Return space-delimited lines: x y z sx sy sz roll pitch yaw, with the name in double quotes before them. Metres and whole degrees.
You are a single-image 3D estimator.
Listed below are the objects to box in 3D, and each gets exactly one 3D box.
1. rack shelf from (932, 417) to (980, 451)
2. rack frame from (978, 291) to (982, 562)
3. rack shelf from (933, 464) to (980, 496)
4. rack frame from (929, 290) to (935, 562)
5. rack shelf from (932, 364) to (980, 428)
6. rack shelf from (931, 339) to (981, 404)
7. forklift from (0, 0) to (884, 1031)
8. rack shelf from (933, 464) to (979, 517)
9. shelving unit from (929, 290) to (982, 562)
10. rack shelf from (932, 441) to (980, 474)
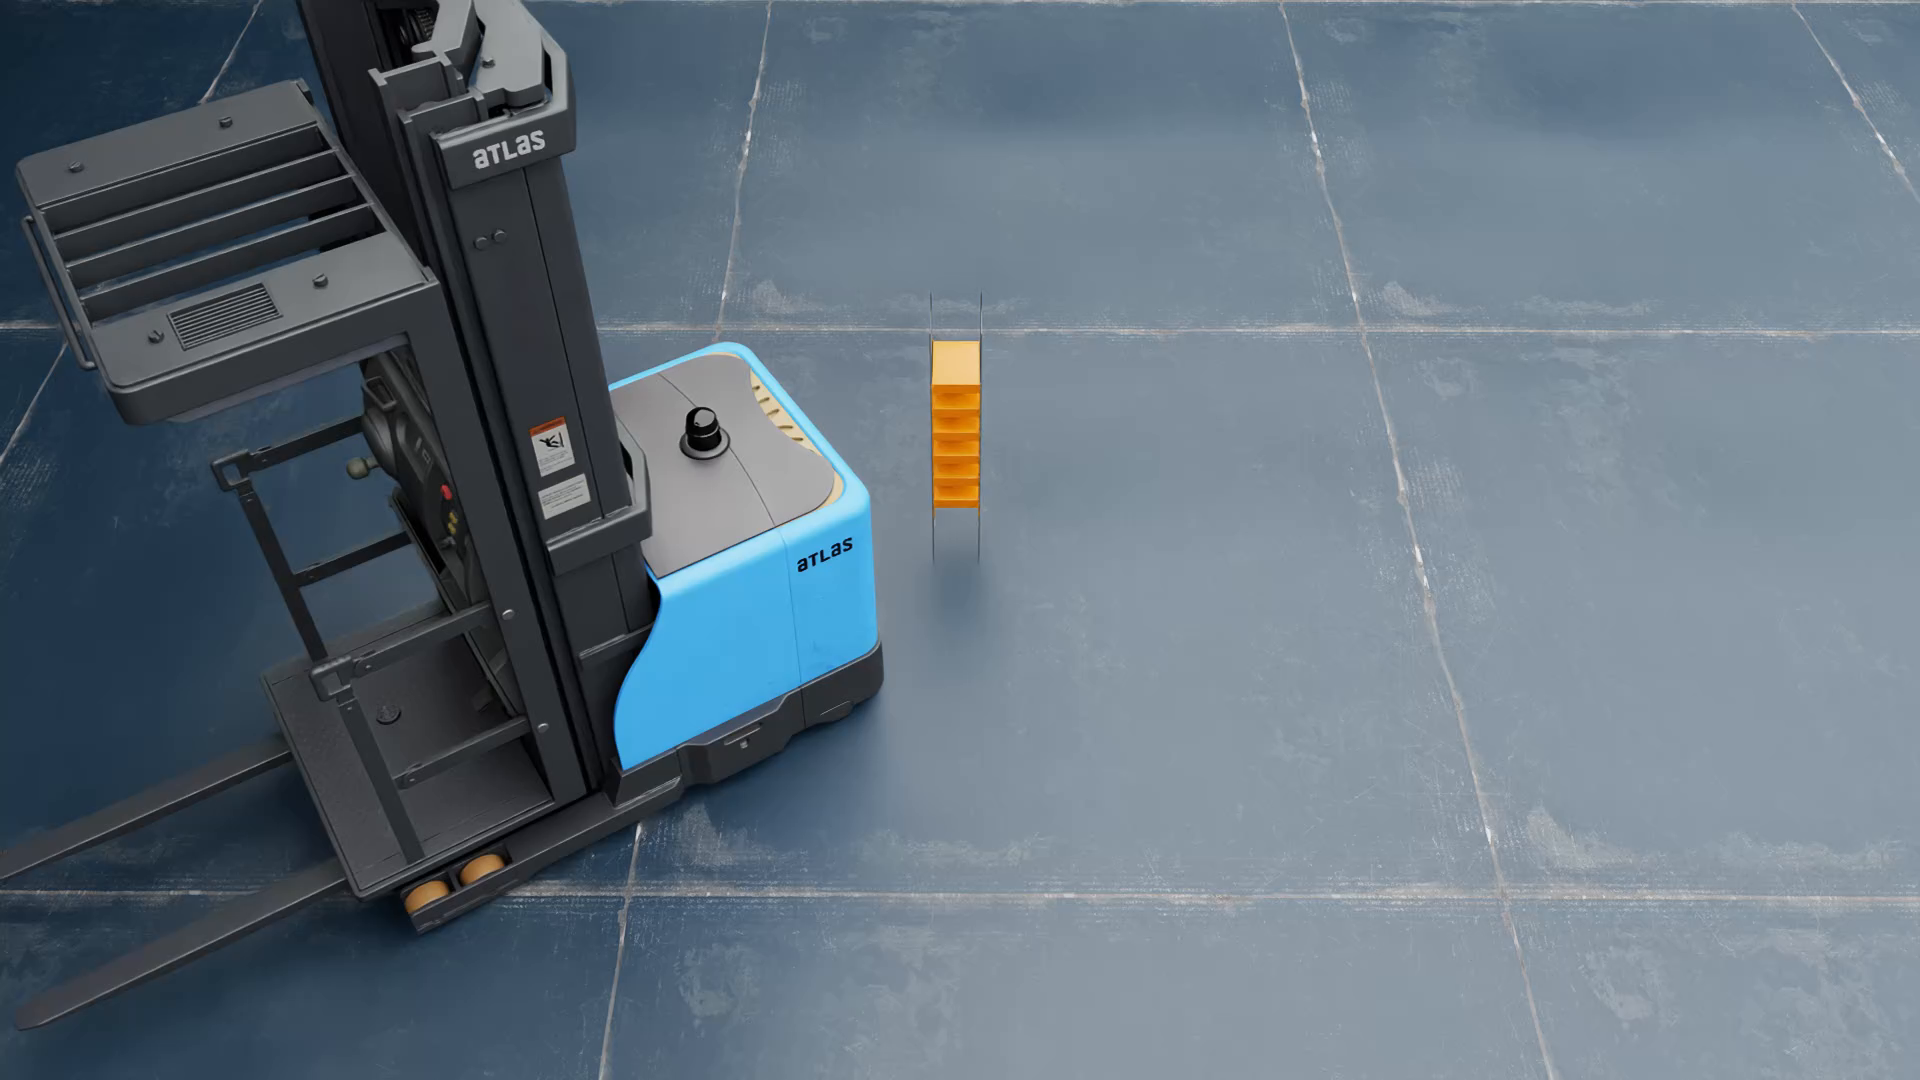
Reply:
"rack shelf" -0.014 -0.460 6.336 0.180 0.103 0.258 0 47 0
"rack frame" 0.077 -0.409 6.391 0.006 1.200 0.240 0 47 0
"rack shelf" -0.014 -0.297 6.512 0.180 0.103 0.258 0 47 0
"rack frame" -0.106 -0.409 6.392 0.006 1.200 0.240 0 47 0
"rack shelf" -0.014 -0.542 6.248 0.180 0.103 0.258 0 47 0
"rack shelf" -0.014 -0.624 6.161 0.180 0.103 0.258 0 47 0
"forklift" -1.805 -0.136 4.955 3.031 2.935 1.130 -25 52 -21
"rack shelf" -0.014 -0.215 6.600 0.180 0.103 0.258 0 47 0
"shelving unit" -0.014 -0.409 6.392 0.189 1.200 0.258 0 47 0
"rack shelf" -0.014 -0.379 6.424 0.180 0.103 0.258 0 47 0
